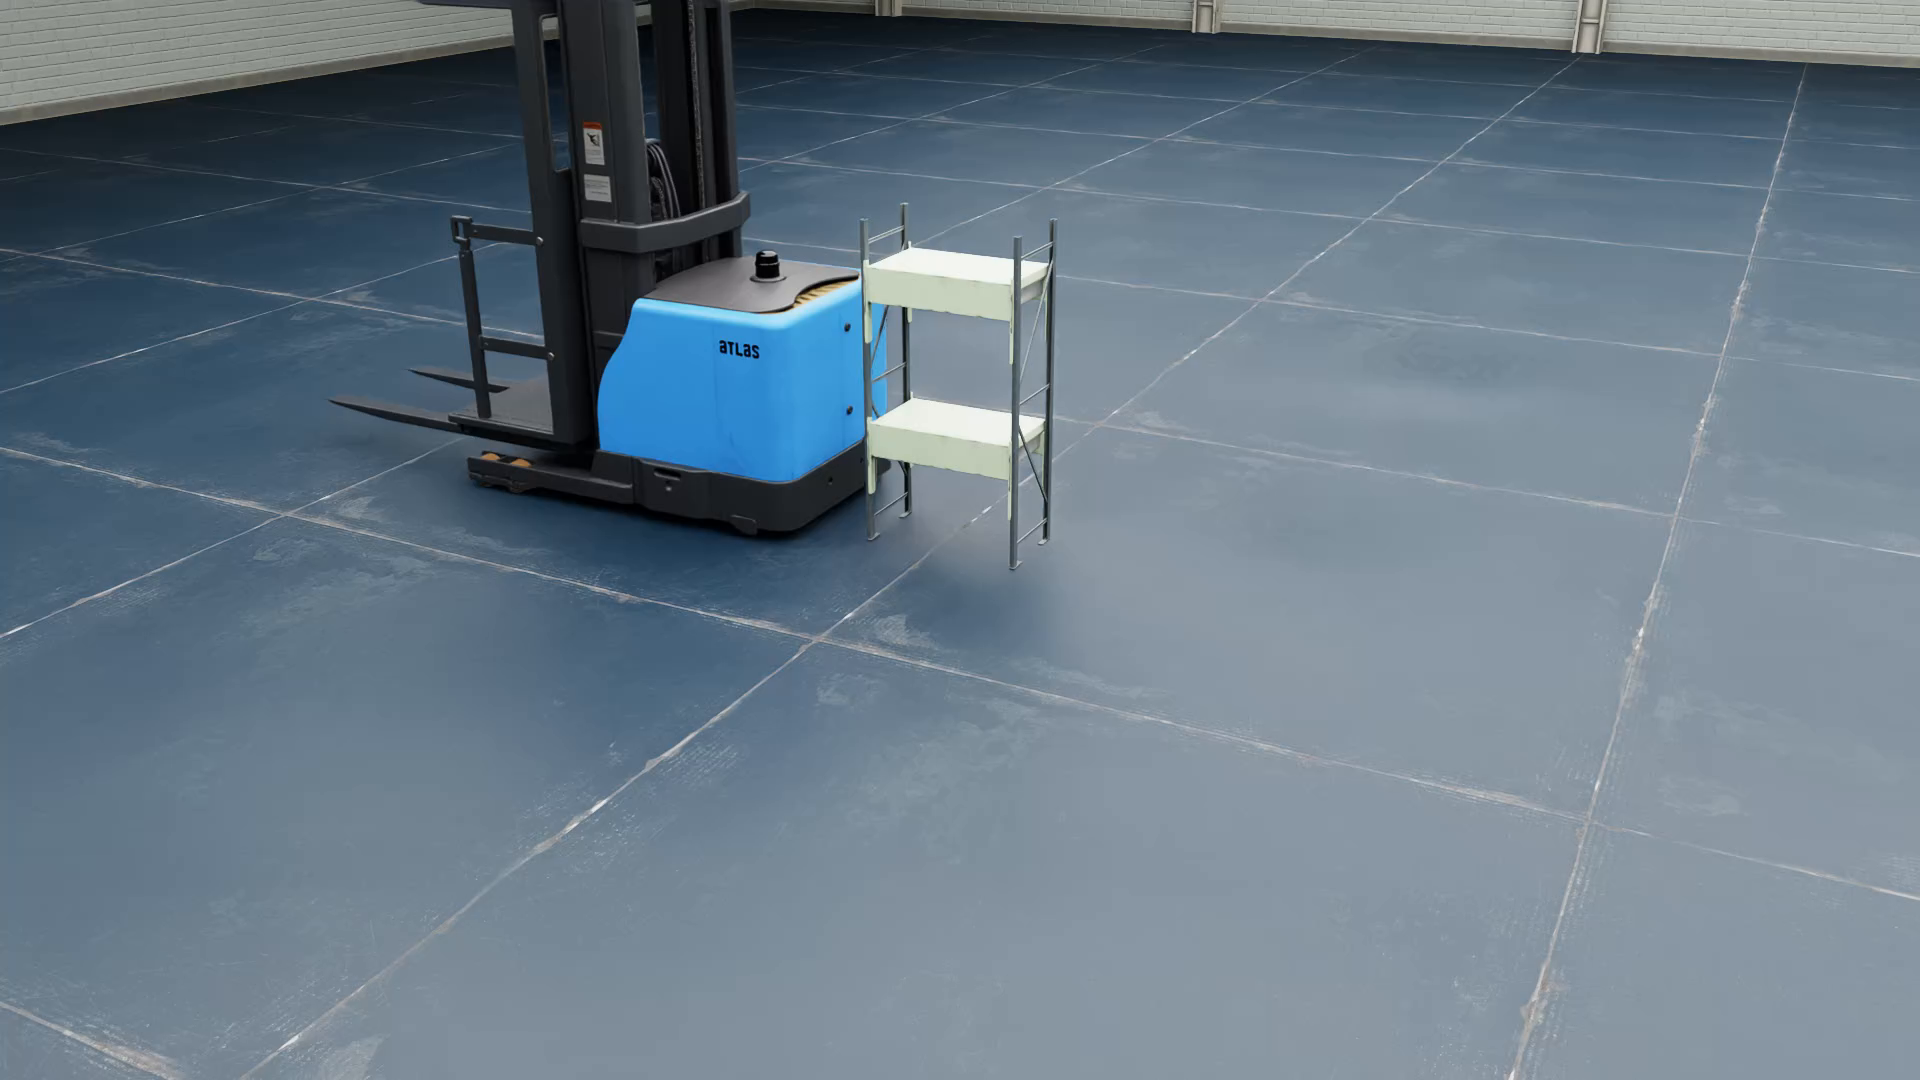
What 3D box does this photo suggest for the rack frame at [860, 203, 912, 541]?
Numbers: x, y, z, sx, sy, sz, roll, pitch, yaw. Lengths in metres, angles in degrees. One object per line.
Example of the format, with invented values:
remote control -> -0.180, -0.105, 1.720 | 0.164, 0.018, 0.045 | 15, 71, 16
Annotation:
rack frame -> -0.333, -0.756, 7.611 | 0.023, 1.500, 0.400 | 11, 25, 25

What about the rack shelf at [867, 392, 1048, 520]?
rack shelf -> -0.006, -0.391, 7.587 | 0.720, 0.370, 0.431 | 11, 25, 25

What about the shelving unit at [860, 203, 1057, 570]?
shelving unit -> -0.006, -0.691, 7.459 | 0.755, 1.500, 0.431 | 11, 25, 25

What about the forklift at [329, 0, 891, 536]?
forklift -> -1.901, -1.753, 8.128 | 3.031, 2.935, 1.130 | 11, 25, 24

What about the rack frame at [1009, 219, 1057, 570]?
rack frame -> 0.321, -0.627, 7.307 | 0.023, 1.500, 0.400 | 11, 25, 25

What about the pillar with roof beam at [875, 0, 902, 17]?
pillar with roof beam -> -3.226, -12.097, 24.697 | 0.400, 9.000, 9.100 | 11, 25, 25

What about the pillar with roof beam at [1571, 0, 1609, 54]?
pillar with roof beam -> 7.483, -9.978, 19.714 | 0.400, 9.000, 9.100 | 11, 25, 25

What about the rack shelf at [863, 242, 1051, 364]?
rack shelf -> -0.006, -1.050, 7.307 | 0.720, 0.370, 0.431 | 11, 25, 25
